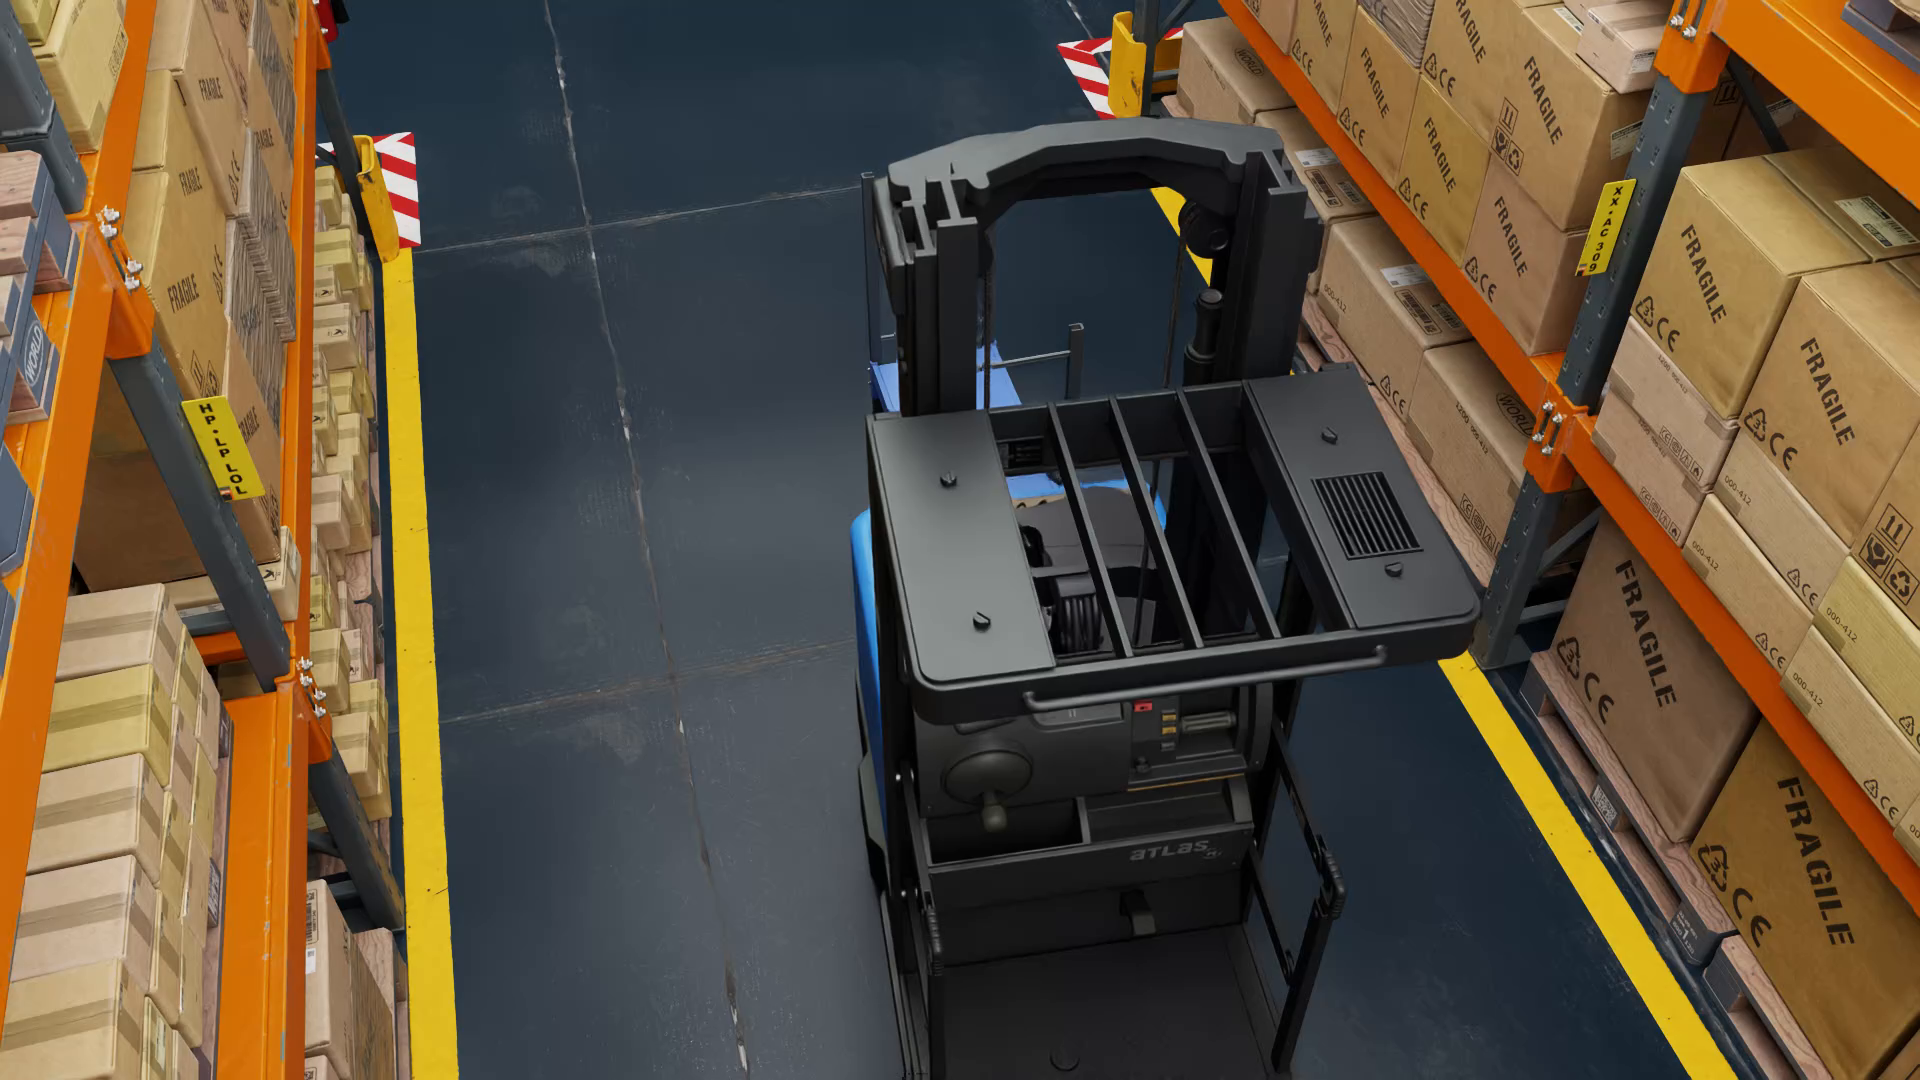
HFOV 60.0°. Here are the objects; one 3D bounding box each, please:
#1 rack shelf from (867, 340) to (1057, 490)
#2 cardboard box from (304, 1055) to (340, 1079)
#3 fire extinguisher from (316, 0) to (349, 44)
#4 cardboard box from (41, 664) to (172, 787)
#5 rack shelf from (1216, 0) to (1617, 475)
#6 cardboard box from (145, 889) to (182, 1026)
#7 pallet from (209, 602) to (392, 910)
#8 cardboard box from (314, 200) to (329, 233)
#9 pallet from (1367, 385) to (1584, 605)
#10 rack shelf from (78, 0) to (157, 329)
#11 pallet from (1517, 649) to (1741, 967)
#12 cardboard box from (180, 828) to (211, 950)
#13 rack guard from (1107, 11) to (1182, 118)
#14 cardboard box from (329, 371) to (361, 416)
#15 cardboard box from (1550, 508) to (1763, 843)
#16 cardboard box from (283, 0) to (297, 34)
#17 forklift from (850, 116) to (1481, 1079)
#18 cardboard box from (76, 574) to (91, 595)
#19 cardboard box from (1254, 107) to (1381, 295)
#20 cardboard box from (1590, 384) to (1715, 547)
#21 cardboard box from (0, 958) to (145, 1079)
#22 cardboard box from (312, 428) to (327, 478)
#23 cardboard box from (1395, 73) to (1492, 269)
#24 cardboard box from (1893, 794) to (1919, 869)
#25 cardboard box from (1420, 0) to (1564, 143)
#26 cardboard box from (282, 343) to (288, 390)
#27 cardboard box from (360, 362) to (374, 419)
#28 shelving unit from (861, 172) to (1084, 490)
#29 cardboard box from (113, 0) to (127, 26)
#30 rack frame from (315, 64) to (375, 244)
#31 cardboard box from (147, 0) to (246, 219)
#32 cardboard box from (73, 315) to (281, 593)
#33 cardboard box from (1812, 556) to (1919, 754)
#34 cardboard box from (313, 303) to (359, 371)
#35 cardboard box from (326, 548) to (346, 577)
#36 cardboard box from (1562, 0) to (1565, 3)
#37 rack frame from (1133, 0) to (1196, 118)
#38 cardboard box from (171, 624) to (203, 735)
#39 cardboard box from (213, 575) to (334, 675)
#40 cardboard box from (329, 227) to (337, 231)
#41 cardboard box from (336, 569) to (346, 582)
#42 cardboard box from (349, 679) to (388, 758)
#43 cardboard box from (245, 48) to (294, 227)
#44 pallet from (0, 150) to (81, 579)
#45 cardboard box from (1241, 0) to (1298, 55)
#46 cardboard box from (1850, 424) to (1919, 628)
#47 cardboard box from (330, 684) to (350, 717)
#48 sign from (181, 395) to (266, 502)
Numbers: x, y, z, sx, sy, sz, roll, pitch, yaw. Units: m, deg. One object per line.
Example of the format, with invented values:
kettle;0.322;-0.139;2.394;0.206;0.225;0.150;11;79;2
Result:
rack shelf;0.022;-0.340;6.285;0.538;0.185;1.000;-11;47;-10
cardboard box;-1.775;1.580;4.032;0.500;0.250;0.500;-9;46;-8
fire extinguisher;-2.971;-2.573;7.486;0.296;0.674;0.183;-11;47;-10
cardboard box;-1.967;0.449;3.675;0.380;0.149;0.250;-12;47;-12
rack shelf;1.919;-1.814;6.932;1.077;0.370;4.000;-11;47;-10
cardboard box;-1.832;0.906;3.435;0.380;0.149;0.250;-12;47;-12
pallet;-2.535;0.808;5.810;1.003;0.211;1.213;-11;47;-10
cardboard box;-2.963;-1.326;7.235;0.380;0.149;0.250;-10;46;-10
pallet;2.312;-0.249;6.846;1.003;0.211;1.213;-11;47;-10
rack shelf;-2.840;-1.889;4.905;1.077;0.370;4.000;-11;47;-10
pallet;2.701;0.810;5.809;1.003;0.211;1.213;-11;47;-10
cardboard box;-1.906;0.820;3.728;0.380;0.149;0.250;-11;47;-10
rack guard;1.401;-2.589;8.937;1.175;0.500;0.348;-11;47;-10
cardboard box;-2.614;-0.519;6.652;0.380;0.149;0.250;-9;46;-8
cardboard box;2.667;0.325;5.525;0.875;0.875;0.875;-9;46;-9
cardboard box;-2.989;-2.348;6.673;0.500;0.500;0.500;-10;46;-9
forklift;0.383;0.604;4.106;1.130;2.935;3.031;-7;46;-7
cardboard box;-2.628;0.223;4.607;0.380;0.149;0.250;-11;47;-11
cardboard box;1.915;-1.629;7.747;0.875;0.438;0.875;-10;46;-9
cardboard box;2.288;-0.281;5.030;0.500;0.250;0.500;-12;47;-11
cardboard box;-1.776;0.979;3.155;0.380;0.149;0.250;-12;47;-12
cardboard box;-2.566;-0.250;6.180;0.380;0.149;0.250;-12;47;-12
cardboard box;1.928;-1.348;5.901;0.500;0.500;0.500;-12;47;-11
cardboard box;2.657;0.780;3.991;0.500;0.250;0.500;-11;47;-11
cardboard box;1.921;-1.697;5.543;0.500;0.500;0.500;-11;47;-11
cardboard box;-2.407;-0.592;5.406;0.380;0.149;0.250;-10;46;-10
cardboard box;-2.666;-0.606;6.946;0.380;0.149;0.250;-13;47;-12
shelving unit;0.022;-0.466;6.157;0.538;1.500;1.048;-11;47;-10
cardboard box;-2.329;-1.420;4.046;0.500;0.250;0.500;-11;47;-11
rack frame;-3.352;-2.472;7.073;1.000;3.000;0.127;-11;47;-10
cardboard box;-2.455;-1.264;4.910;0.500;0.500;0.500;-10;46;-10
cardboard box;-2.212;-0.238;4.604;0.500;0.500;0.500;-11;47;-11
cardboard box;2.535;0.256;4.154;0.500;0.250;0.500;-10;46;-10
cardboard box;-2.646;-0.805;6.724;0.380;0.149;0.250;-9;46;-9
cardboard box;-2.475;0.026;6.118;0.380;0.149;0.250;-9;46;-8
cardboard box;2.027;-1.828;5.217;0.380;0.149;0.250;-11;47;-10
rack frame;1.407;-3.447;8.028;1.000;3.000;0.127;-11;47;-10
cardboard box;-2.036;0.365;3.966;0.380;0.149;0.250;-9;46;-9
cardboard box;-2.342;0.290;5.651;0.380;0.149;0.250;-11;47;-11
cardboard box;-2.927;-1.223;7.342;0.380;0.149;0.250;-12;47;-11
cardboard box;-2.509;0.139;6.216;0.380;0.149;0.250;-13;47;-12
cardboard box;-2.179;0.646;5.718;0.380;0.149;0.250;-9;46;-9
cardboard box;-2.605;-1.297;5.643;0.500;0.500;0.500;-9;46;-8
pallet;-2.273;-0.249;2.925;1.213;0.211;1.003;-11;47;-10
cardboard box;1.521;-2.399;6.931;0.500;0.500;0.500;-11;47;-11
cardboard box;2.549;-0.021;3.900;0.500;0.500;0.500;-12;47;-11
cardboard box;-2.263;0.569;5.586;0.380;0.149;0.250;-10;46;-10
sign;-1.793;-0.220;4.054;0.100;0.325;0.005;-11;47;-10
